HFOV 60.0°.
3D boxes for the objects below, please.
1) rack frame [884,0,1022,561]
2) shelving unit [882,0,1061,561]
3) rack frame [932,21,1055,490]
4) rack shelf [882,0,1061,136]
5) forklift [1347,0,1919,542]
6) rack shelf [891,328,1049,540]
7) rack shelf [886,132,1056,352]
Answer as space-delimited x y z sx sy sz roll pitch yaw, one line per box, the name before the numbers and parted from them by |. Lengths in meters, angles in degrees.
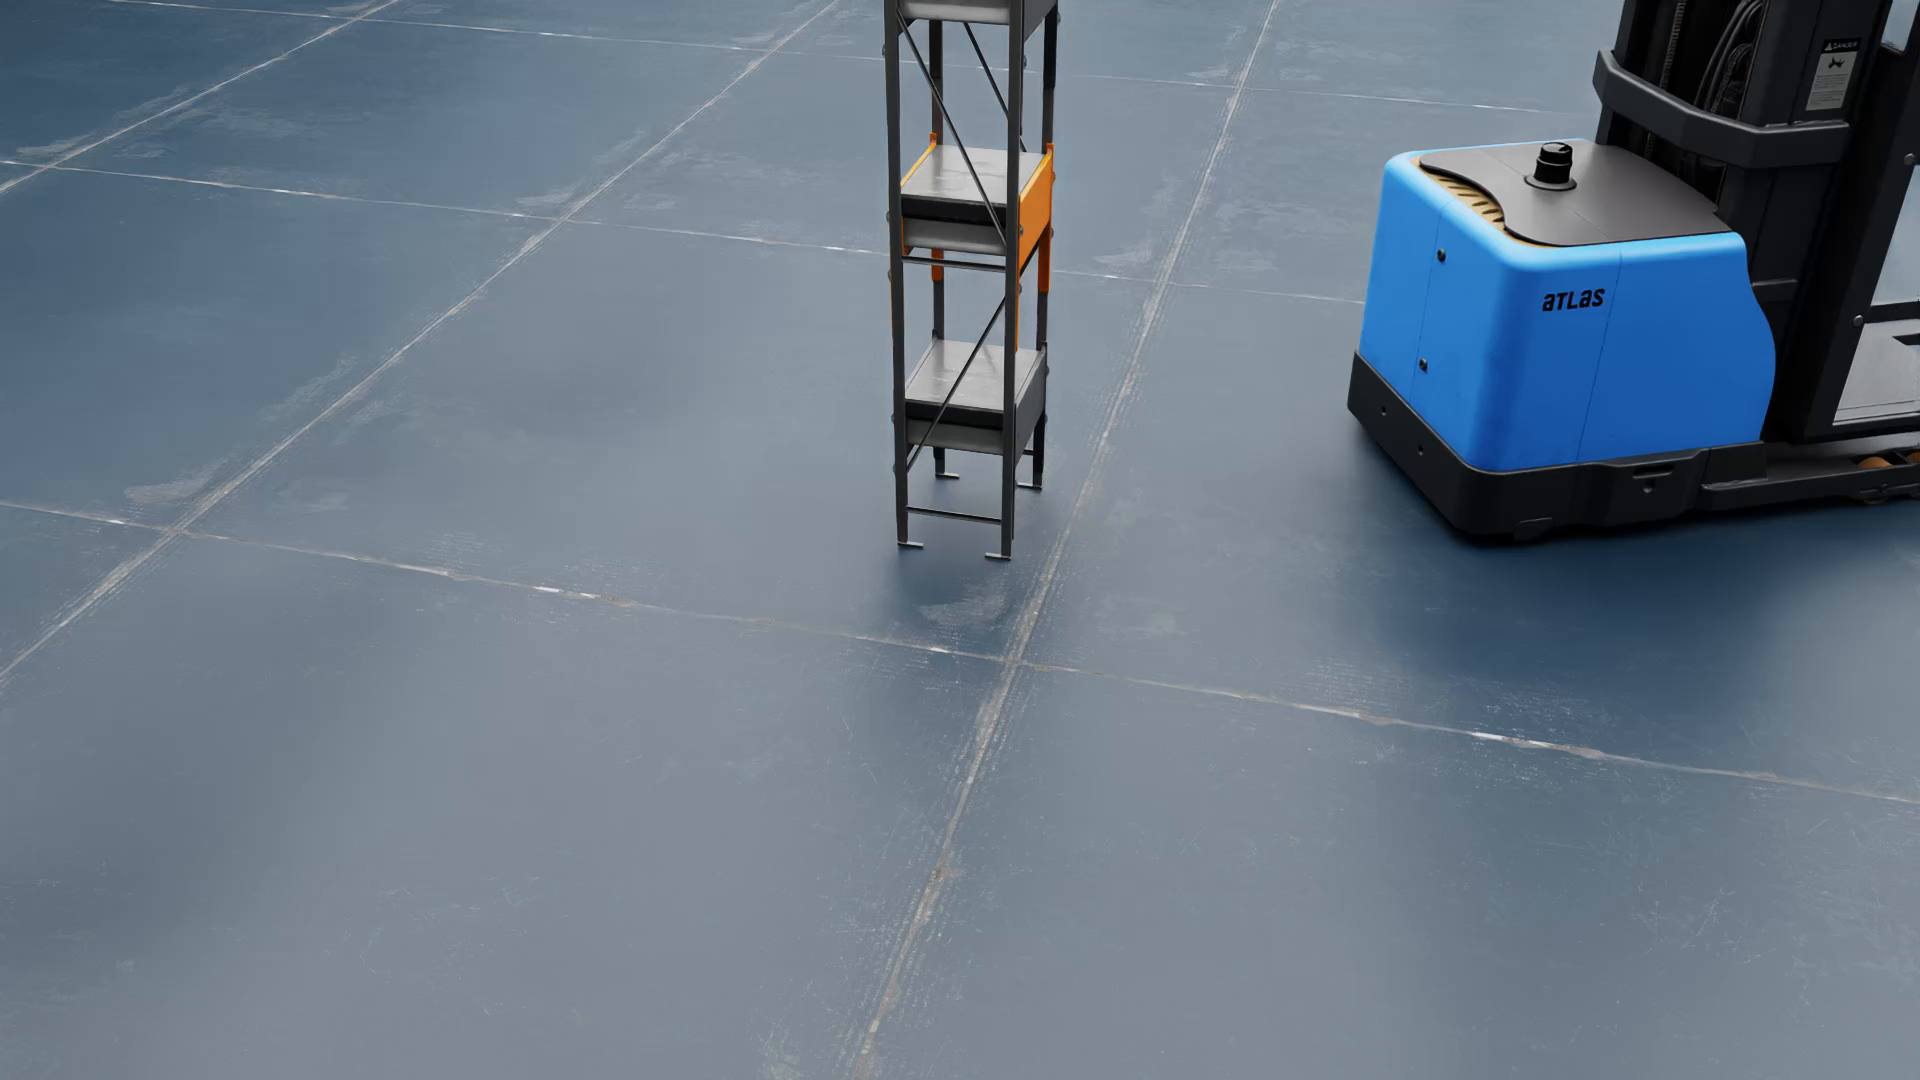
rack frame | -0.020 -0.845 5.123 0.400 2.100 0.015 8 33 12
shelving unit | 0.042 -0.972 5.322 0.431 2.100 0.503 8 33 12
rack frame | 0.104 -1.099 5.521 0.400 2.100 0.015 8 33 12
rack shelf | 0.042 -1.551 4.954 0.431 0.518 0.480 8 33 12
forklift | 3.067 -1.634 5.589 3.031 2.935 1.130 -7 33 -11
rack shelf | 0.042 -0.370 5.705 0.431 0.518 0.480 8 33 12
rack shelf | 0.042 -0.960 5.329 0.431 0.518 0.480 8 33 12
